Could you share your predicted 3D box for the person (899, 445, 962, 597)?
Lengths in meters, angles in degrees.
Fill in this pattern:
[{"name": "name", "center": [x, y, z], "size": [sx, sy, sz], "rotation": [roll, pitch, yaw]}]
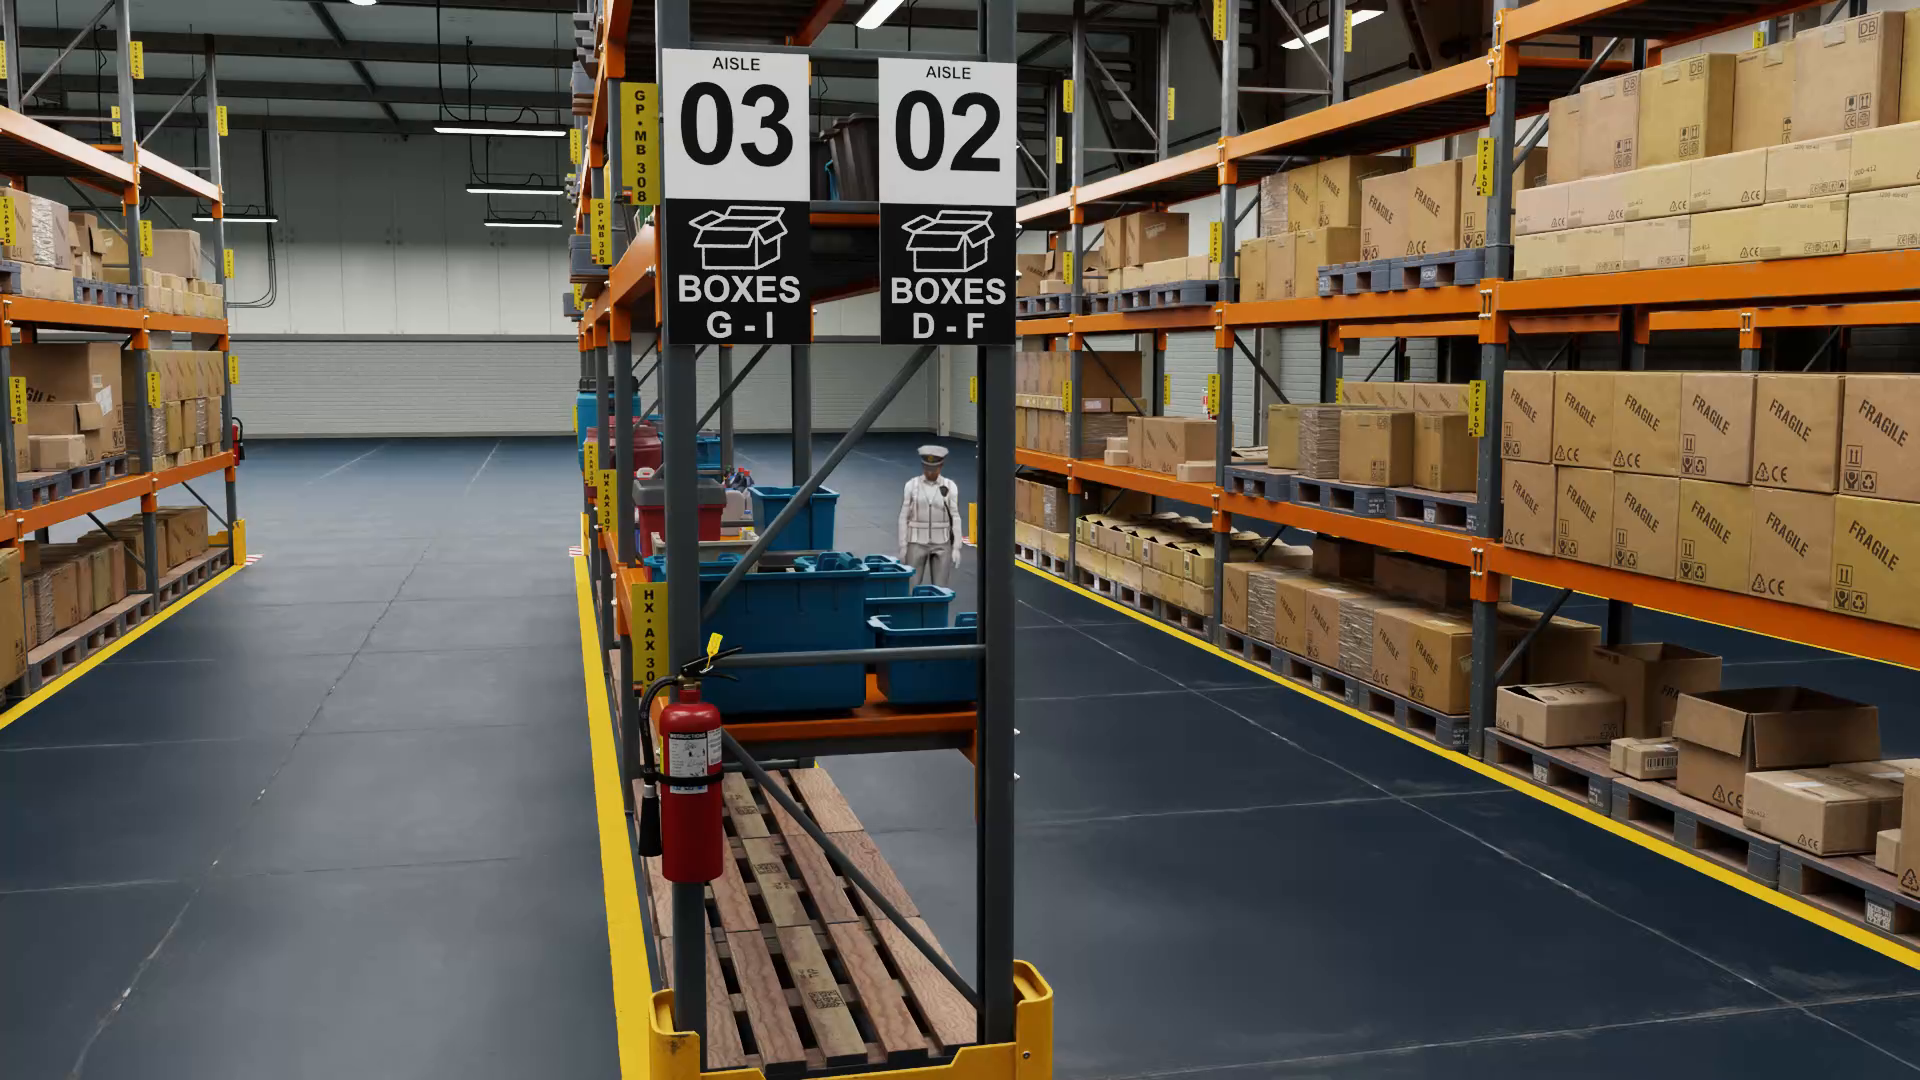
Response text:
[{"name": "person", "center": [-0.231, 0.080, 13.275], "size": [0.502, 1.662, 0.511], "rotation": [-1, 6, -6]}]
